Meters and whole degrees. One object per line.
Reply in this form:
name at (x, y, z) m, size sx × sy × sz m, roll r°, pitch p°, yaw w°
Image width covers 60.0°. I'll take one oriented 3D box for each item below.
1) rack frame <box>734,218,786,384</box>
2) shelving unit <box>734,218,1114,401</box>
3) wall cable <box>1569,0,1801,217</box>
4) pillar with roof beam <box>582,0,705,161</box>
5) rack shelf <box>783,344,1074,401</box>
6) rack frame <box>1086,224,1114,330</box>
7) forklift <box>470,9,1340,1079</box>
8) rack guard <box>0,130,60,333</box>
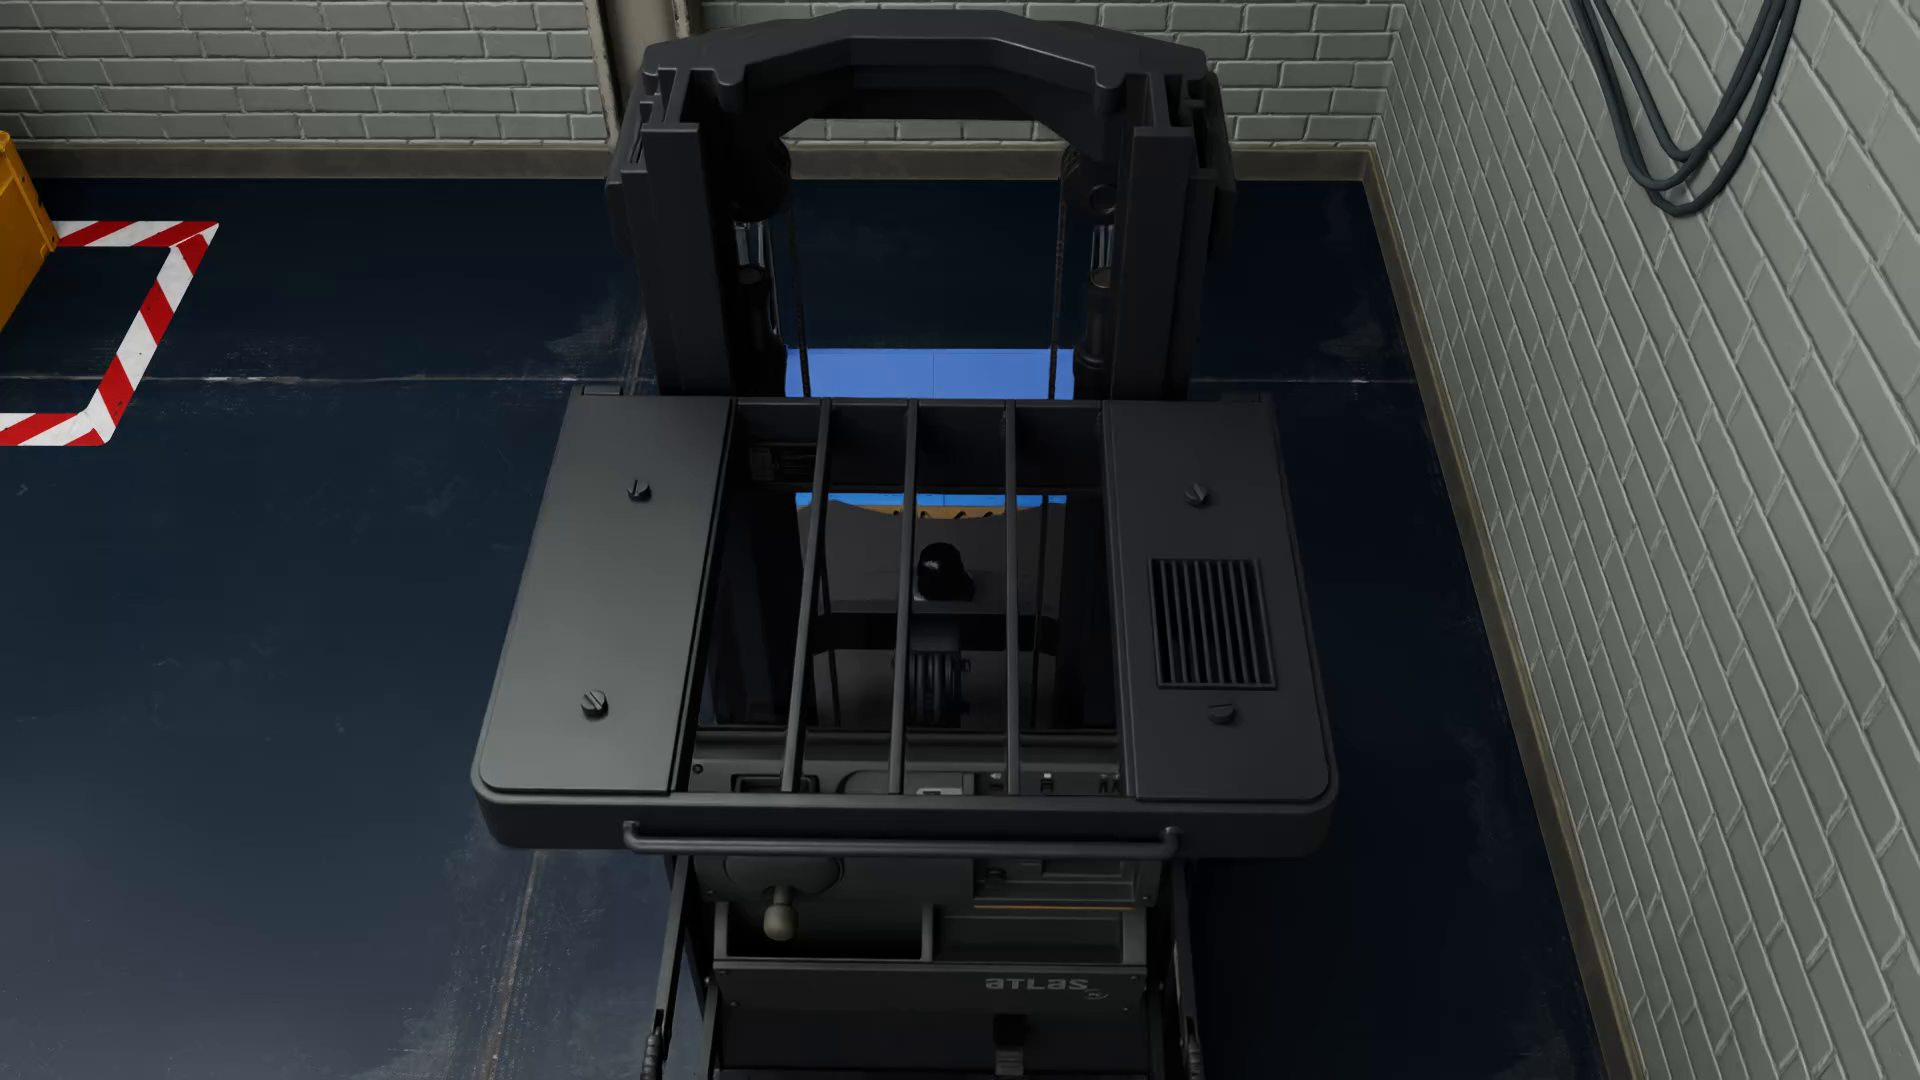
rack frame at (-0.594, -0.513, 5.203) m, size 0.032 × 1.500 × 0.500 m, roll 0°, pitch 47°, yaw 0°
shelving unit at (-0.085, -0.511, 5.201) m, size 1.048 × 1.500 × 0.538 m, roll 0°, pitch 47°, yaw 0°
wall cable at (1.720, -2.582, 4.127) m, size 0.112 × 2.526 × 3.097 m, roll 0°, pitch 47°, yaw 0°
pillar with roof beam at (-1.247, -1.392, 0.898) m, size 0.400 × 9.000 × 9.100 m, roll 0°, pitch 47°, yaw 0°
rack shelf at (-0.085, -0.389, 5.333) m, size 1.000 × 0.185 × 0.538 m, roll 0°, pitch 47°, yaw 0°
rack frame at (0.423, -0.510, 5.200) m, size 0.032 × 1.500 × 0.500 m, roll 0°, pitch 47°, yaw 0°
forklift at (-0.064, 0.689, 3.106) m, size 1.130 × 2.935 × 3.031 m, roll 1°, pitch 47°, yaw 1°
rack guard at (-3.911, -1.022, 6.359) m, size 0.348 × 0.500 × 1.175 m, roll 0°, pitch 47°, yaw 0°
